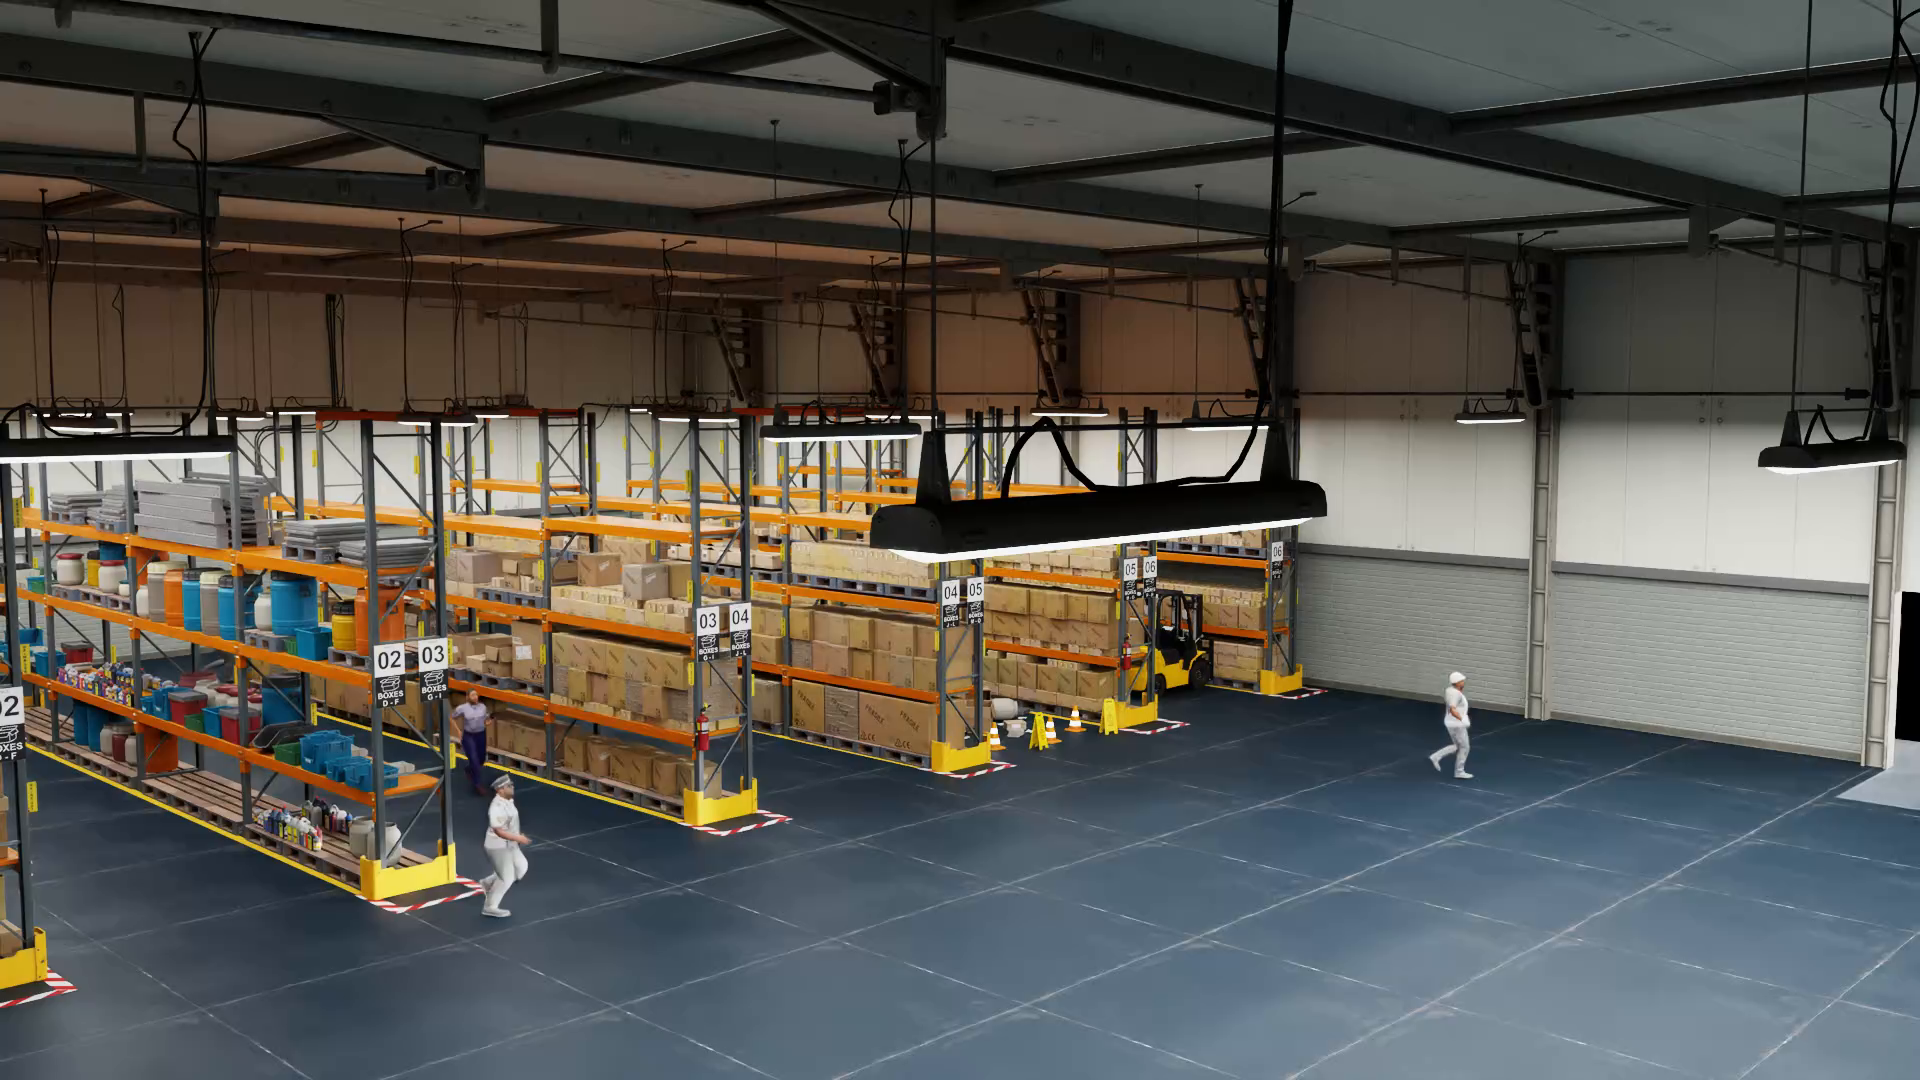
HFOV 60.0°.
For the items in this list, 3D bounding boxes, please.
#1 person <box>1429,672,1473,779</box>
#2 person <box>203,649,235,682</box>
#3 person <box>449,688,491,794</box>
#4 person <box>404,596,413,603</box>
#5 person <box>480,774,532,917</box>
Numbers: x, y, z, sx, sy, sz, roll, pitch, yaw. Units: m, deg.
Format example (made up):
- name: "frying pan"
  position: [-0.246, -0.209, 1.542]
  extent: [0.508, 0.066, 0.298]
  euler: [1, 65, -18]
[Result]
- name: "person"
  position: [8.092, 3.037, 27.293]
  extent: [0.696, 1.749, 0.705]
  euler: [1, 5, 7]
- name: "person"
  position: [-16.169, 2.315, 36.332]
  extent: [0.683, 1.601, 0.615]
  euler: [-3, 6, -30]
- name: "person"
  position: [-7.731, 3.164, 26.432]
  extent: [0.614, 1.624, 0.894]
  euler: [-5, 7, -44]
- name: "person"
  position: [-12.890, 2.109, 38.232]
  extent: [0.846, 1.681, 0.609]
  euler: [-2, 5, -20]
- name: "person"
  position: [-5.499, 3.680, 20.177]
  extent: [0.631, 1.737, 0.689]
  euler: [0, 5, -4]
